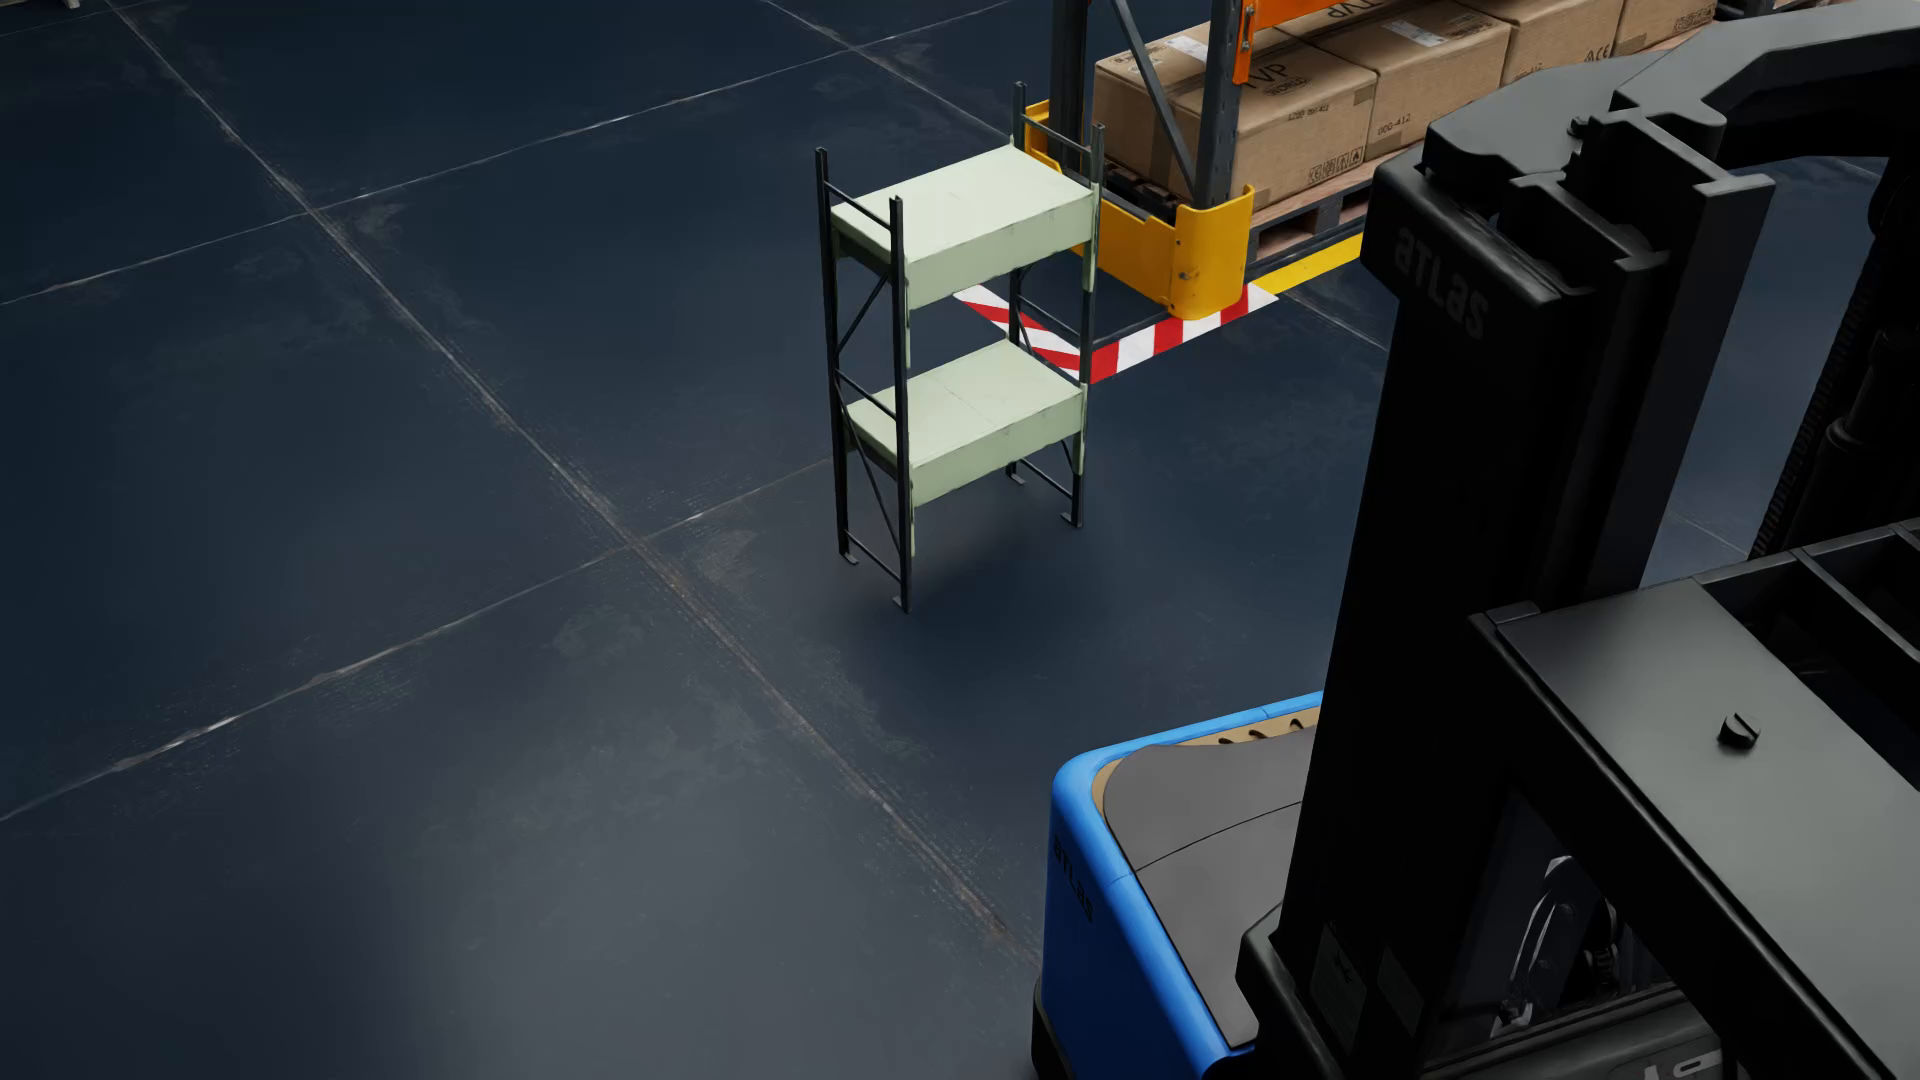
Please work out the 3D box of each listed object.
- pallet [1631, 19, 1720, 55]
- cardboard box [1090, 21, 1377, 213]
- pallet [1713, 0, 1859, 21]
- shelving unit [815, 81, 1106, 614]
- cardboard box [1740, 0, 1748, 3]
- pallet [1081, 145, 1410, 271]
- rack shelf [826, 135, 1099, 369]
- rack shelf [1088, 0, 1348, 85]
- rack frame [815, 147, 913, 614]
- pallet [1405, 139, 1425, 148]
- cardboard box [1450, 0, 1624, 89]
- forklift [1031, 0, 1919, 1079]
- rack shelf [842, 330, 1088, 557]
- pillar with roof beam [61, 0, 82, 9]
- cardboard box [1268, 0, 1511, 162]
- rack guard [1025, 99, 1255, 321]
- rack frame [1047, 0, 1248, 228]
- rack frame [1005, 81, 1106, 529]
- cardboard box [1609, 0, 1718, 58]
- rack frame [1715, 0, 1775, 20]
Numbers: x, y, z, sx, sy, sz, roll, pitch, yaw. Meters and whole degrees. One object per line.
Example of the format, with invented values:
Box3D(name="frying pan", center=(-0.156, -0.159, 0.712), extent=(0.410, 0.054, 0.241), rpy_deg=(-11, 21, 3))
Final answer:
Box3D(name="pallet", center=(3.257, -2.627, 8.787), extent=(1.213, 0.211, 1.003), rpy_deg=(-26, 46, -28))
Box3D(name="cardboard box", center=(1.199, -1.891, 7.380), extent=(0.875, 0.438, 0.875), rpy_deg=(-28, 47, -29))
Box3D(name="pallet", center=(4.474, -3.218, 9.506), extent=(1.213, 0.211, 1.003), rpy_deg=(-26, 46, -28))
Box3D(name="shelving unit", center=(0.005, -0.582, 5.277), extent=(0.755, 1.500, 0.431), rpy_deg=(-26, 46, -28))
Box3D(name="cardboard box", center=(4.351, -3.581, 9.094), extent=(0.875, 0.875, 0.875), rpy_deg=(-25, 45, -27))
Box3D(name="pallet", center=(1.323, -1.684, 7.637), extent=(1.213, 0.211, 1.003), rpy_deg=(-26, 46, -28))
Box3D(name="rack shelf", center=(0.005, -0.884, 5.030), extent=(0.720, 0.370, 0.431), rpy_deg=(-26, 46, -28))
Box3D(name="rack shelf", center=(2.322, -2.909, 7.498), extent=(4.000, 0.370, 1.077), rpy_deg=(-26, 46, -28))
Box3D(name="rack frame", center=(-0.285, -0.441, 5.105), extent=(0.023, 1.500, 0.400), rpy_deg=(-26, 46, -28))
Box3D(name="pallet", center=(2.289, -2.153, 8.209), extent=(1.213, 0.211, 1.003), rpy_deg=(-26, 46, -28))
Box3D(name="cardboard box", center=(2.635, -2.597, 8.240), extent=(0.875, 0.438, 0.875), rpy_deg=(-27, 47, -29))
Box3D(name="forklift", center=(1.140, 0.942, 2.291), extent=(1.130, 2.935, 3.031), rpy_deg=(-12, 41, -15))
Box3D(name="rack shelf", center=(0.005, -0.330, 5.484), extent=(0.720, 0.370, 0.431), rpy_deg=(-26, 46, -28))
Box3D(name="pillar with roof beam", center=(-2.355, -4.475, 4.110), extent=(0.400, 9.000, 9.100), rpy_deg=(-26, 46, -28))
Box3D(name="cardboard box", center=(1.919, -2.249, 7.816), extent=(0.875, 0.438, 0.875), rpy_deg=(-25, 45, -27))
Box3D(name="rack guard", center=(0.717, -1.439, 7.109), extent=(0.348, 0.500, 1.175), rpy_deg=(-26, 46, -28))
Box3D(name="rack frame", center=(0.736, -2.414, 6.328), extent=(0.127, 3.000, 1.000), rpy_deg=(-26, 46, -28))
Box3D(name="rack frame", center=(0.295, -0.724, 5.450), extent=(0.023, 1.500, 0.400), rpy_deg=(-26, 46, -28))
Box3D(name="cardboard box", center=(3.345, -2.943, 8.662), extent=(0.875, 0.438, 0.875), rpy_deg=(-27, 46, -29))
Box3D(name="rack frame", center=(3.908, -3.960, 8.212), extent=(0.127, 3.000, 1.000), rpy_deg=(-26, 46, -28))
